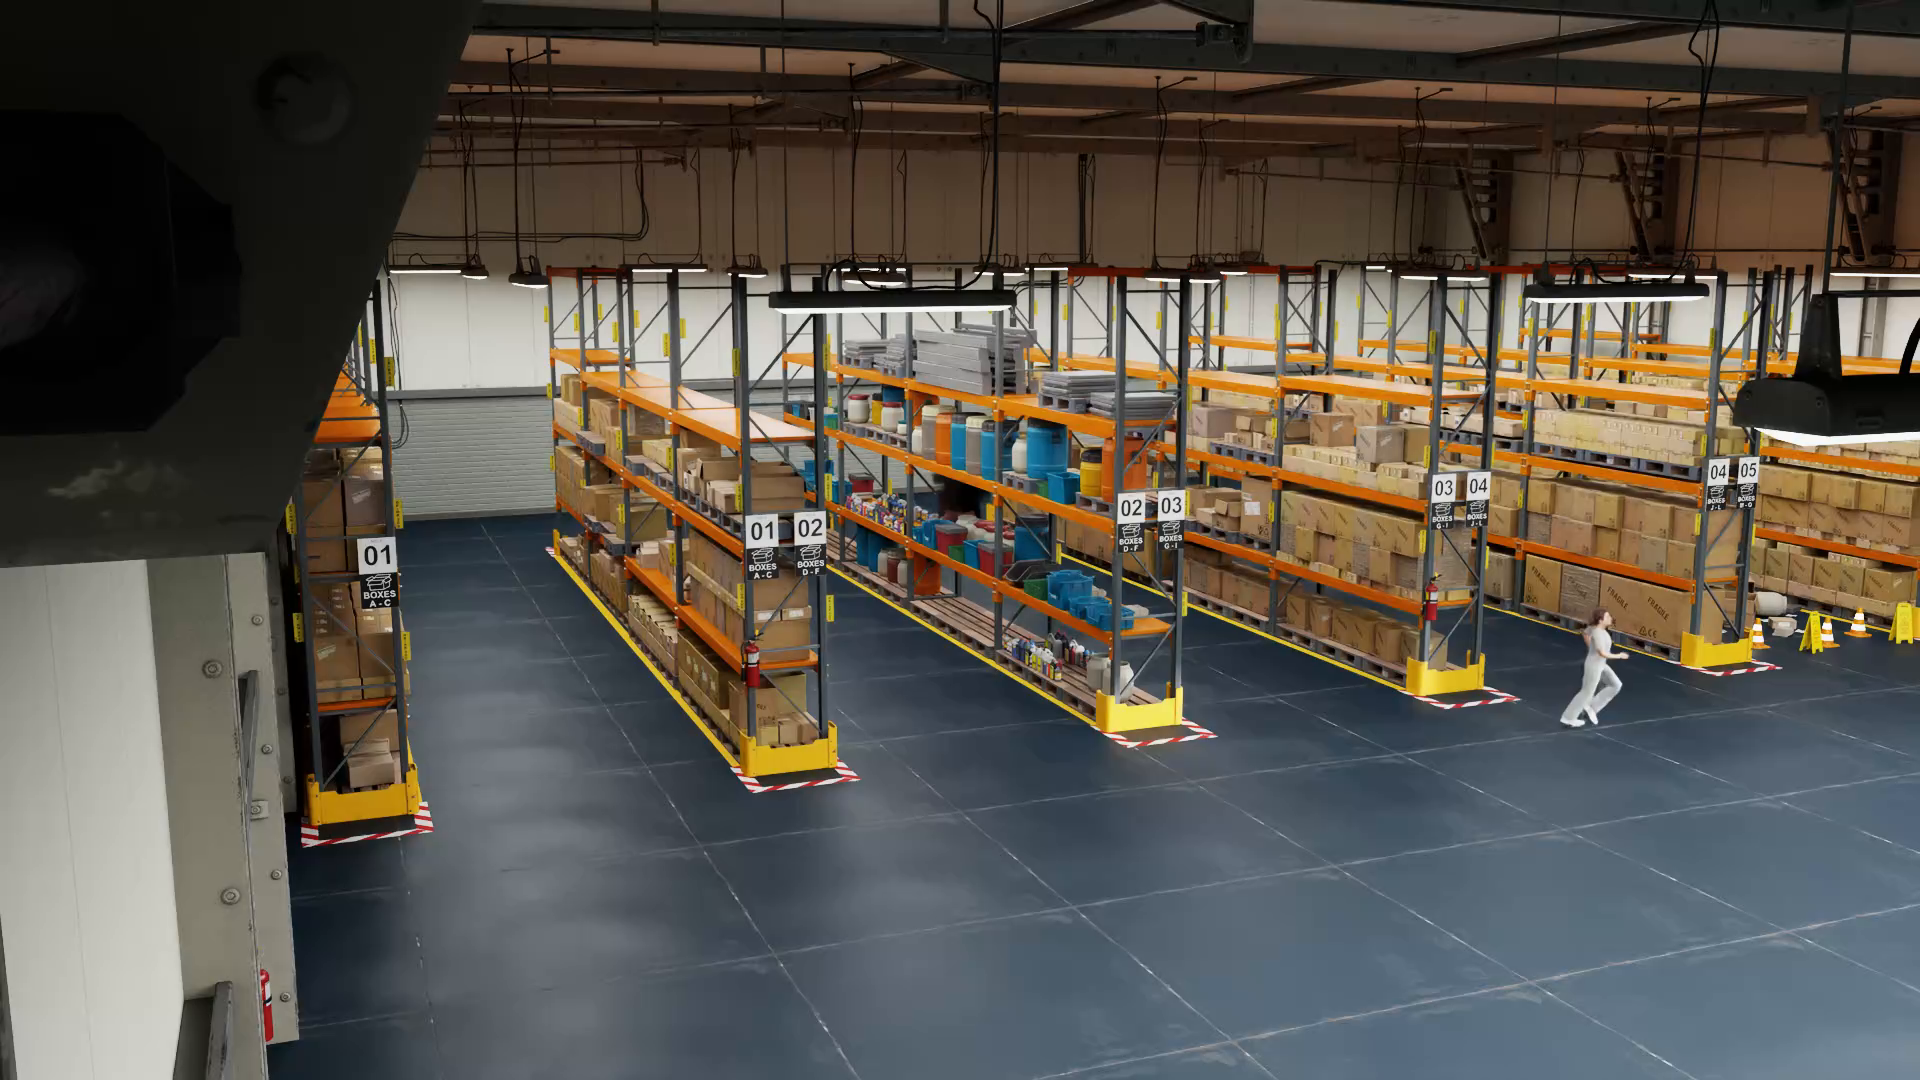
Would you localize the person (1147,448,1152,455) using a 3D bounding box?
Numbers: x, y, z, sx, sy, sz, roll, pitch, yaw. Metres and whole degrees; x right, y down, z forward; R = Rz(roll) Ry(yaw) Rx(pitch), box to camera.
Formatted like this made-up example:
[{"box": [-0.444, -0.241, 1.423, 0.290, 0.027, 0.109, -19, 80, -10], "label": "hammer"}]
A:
[{"box": [4.305, -1.397, 39.517, 0.761, 1.748, 0.908, -1, 10, -6], "label": "person"}]

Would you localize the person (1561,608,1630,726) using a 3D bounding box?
[{"box": [8.482, 1.688, 22.153, 0.804, 1.617, 0.576, 5, 11, 25], "label": "person"}]
